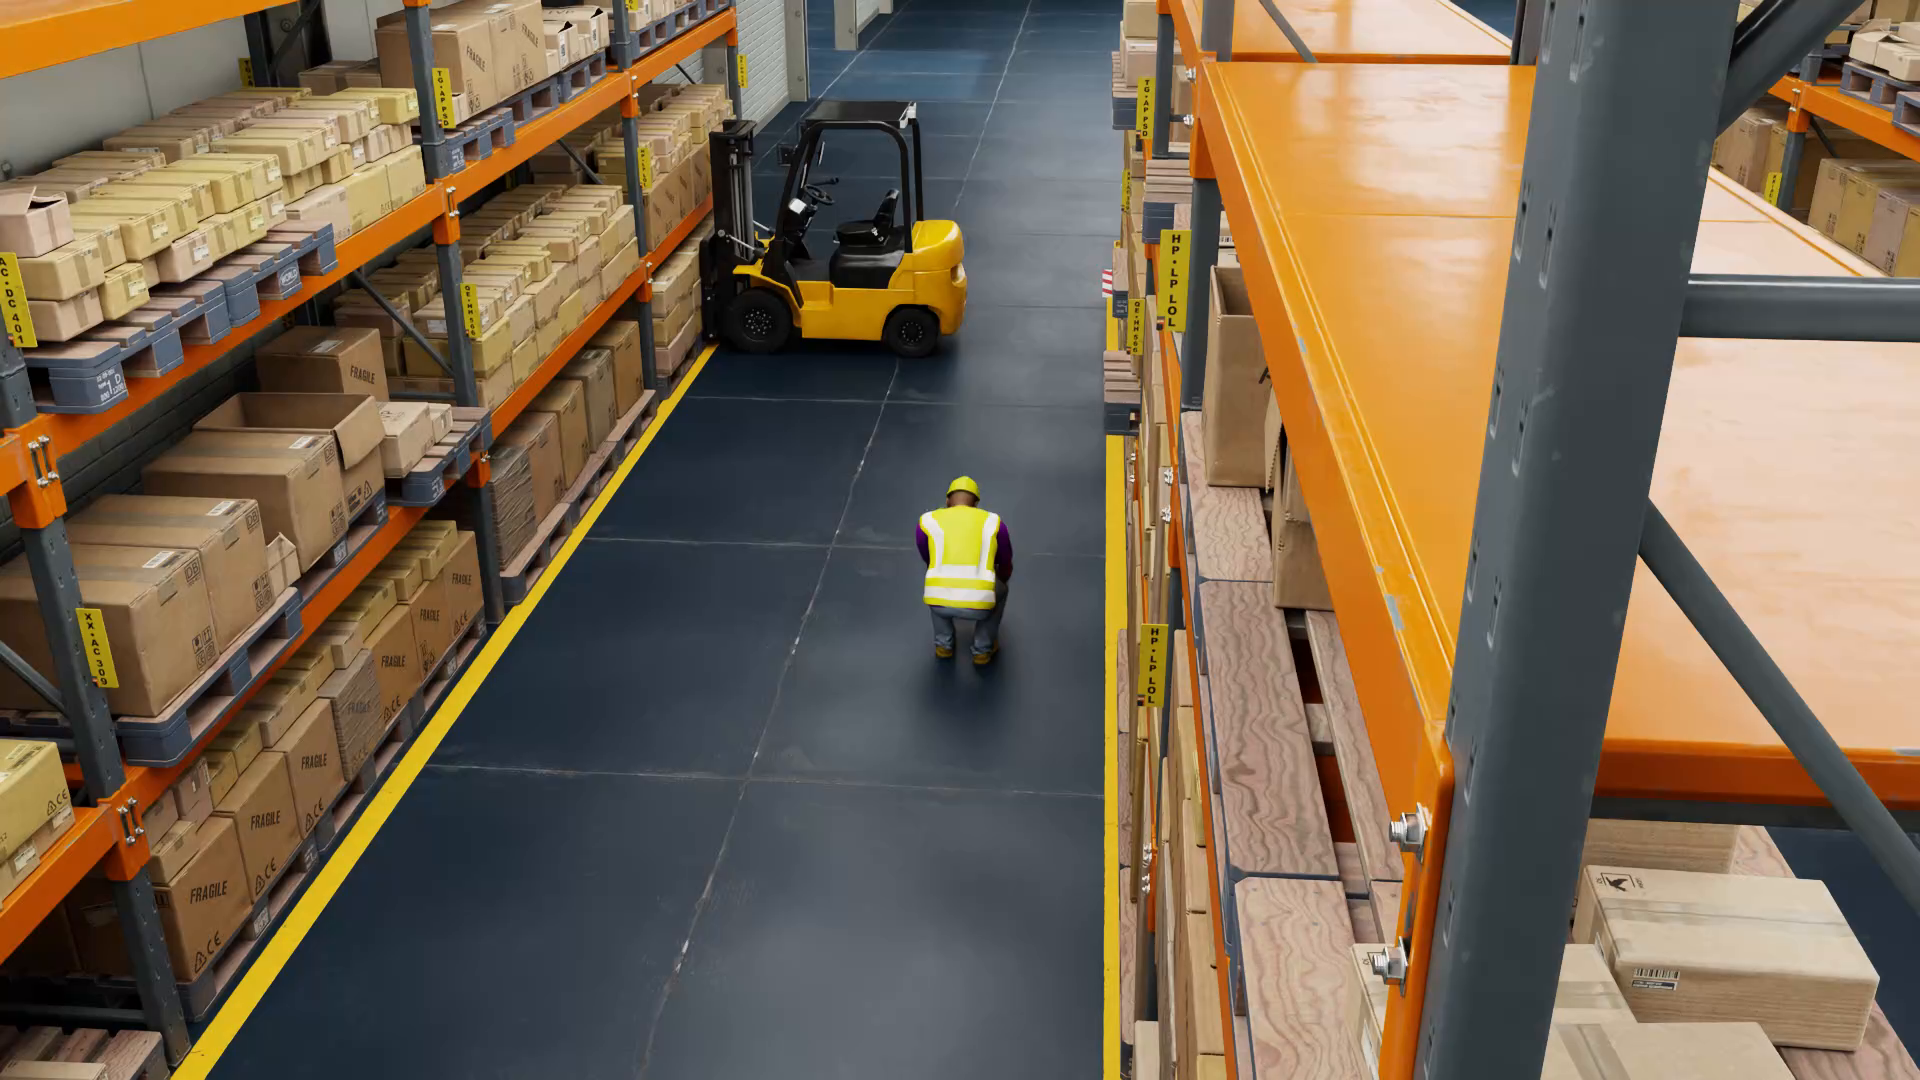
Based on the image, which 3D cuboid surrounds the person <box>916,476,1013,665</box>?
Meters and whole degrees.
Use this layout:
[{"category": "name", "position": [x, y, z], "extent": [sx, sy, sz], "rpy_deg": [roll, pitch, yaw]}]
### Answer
[{"category": "person", "position": [0.008, 0.182, 10.114], "extent": [0.583, 0.998, 0.909], "rpy_deg": [4, 25, 9]}]
